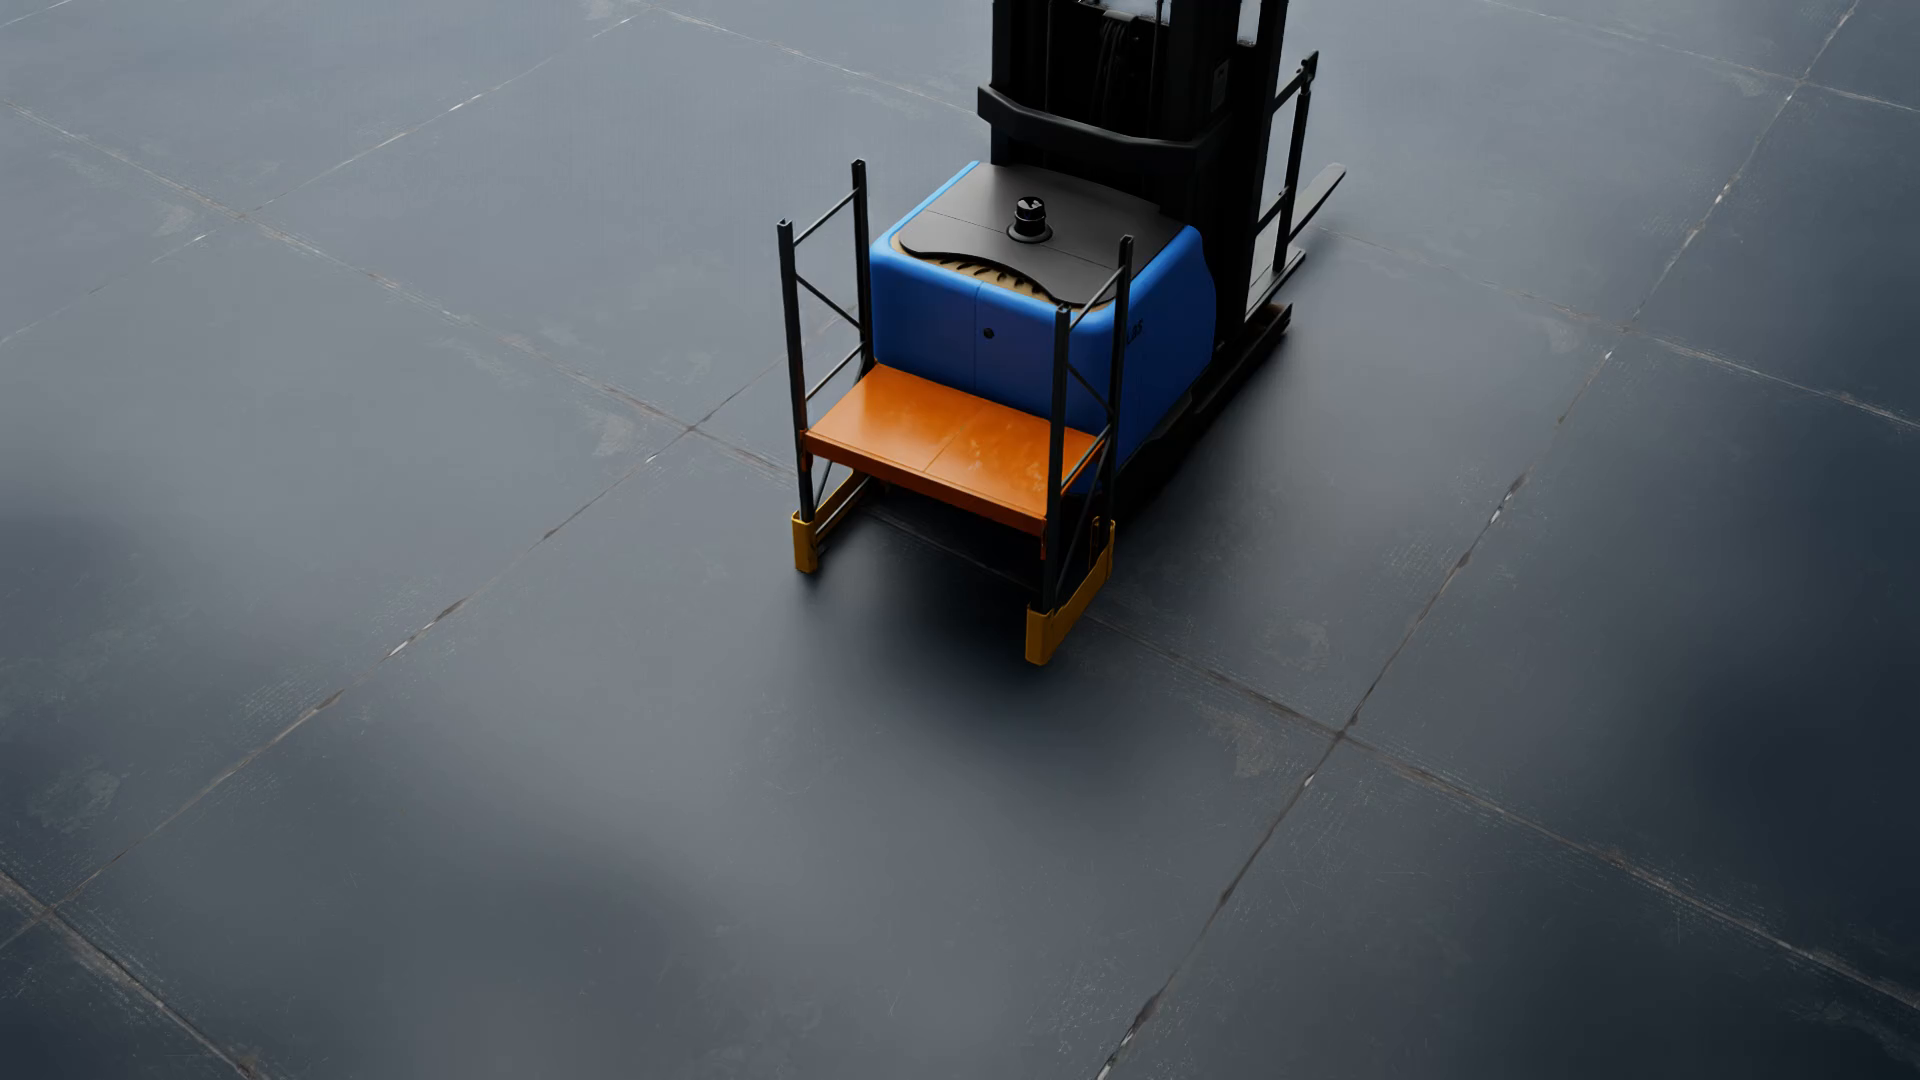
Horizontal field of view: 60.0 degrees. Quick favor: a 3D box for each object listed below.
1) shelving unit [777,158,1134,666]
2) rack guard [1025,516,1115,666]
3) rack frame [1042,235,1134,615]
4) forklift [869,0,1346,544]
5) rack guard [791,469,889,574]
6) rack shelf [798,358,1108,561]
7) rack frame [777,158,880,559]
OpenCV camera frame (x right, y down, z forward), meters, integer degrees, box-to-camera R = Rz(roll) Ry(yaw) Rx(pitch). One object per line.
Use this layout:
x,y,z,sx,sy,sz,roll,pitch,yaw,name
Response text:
-0.026,-0.446,5.887,1.083,1.500,0.587,21,46,21,shelving unit
0.408,0.182,6.121,0.087,0.250,0.587,21,46,21,rack guard
0.425,-0.277,5.698,0.032,1.500,0.500,21,46,21,rack frame
0.840,-2.037,6.591,1.130,2.935,3.031,22,46,23,forklift
-0.460,-0.143,6.485,0.087,0.250,0.587,21,46,21,rack guard
-0.018,-0.309,6.003,1.000,0.185,0.538,21,46,21,rack shelf
-0.461,-0.609,6.069,0.032,1.500,0.500,21,46,21,rack frame
